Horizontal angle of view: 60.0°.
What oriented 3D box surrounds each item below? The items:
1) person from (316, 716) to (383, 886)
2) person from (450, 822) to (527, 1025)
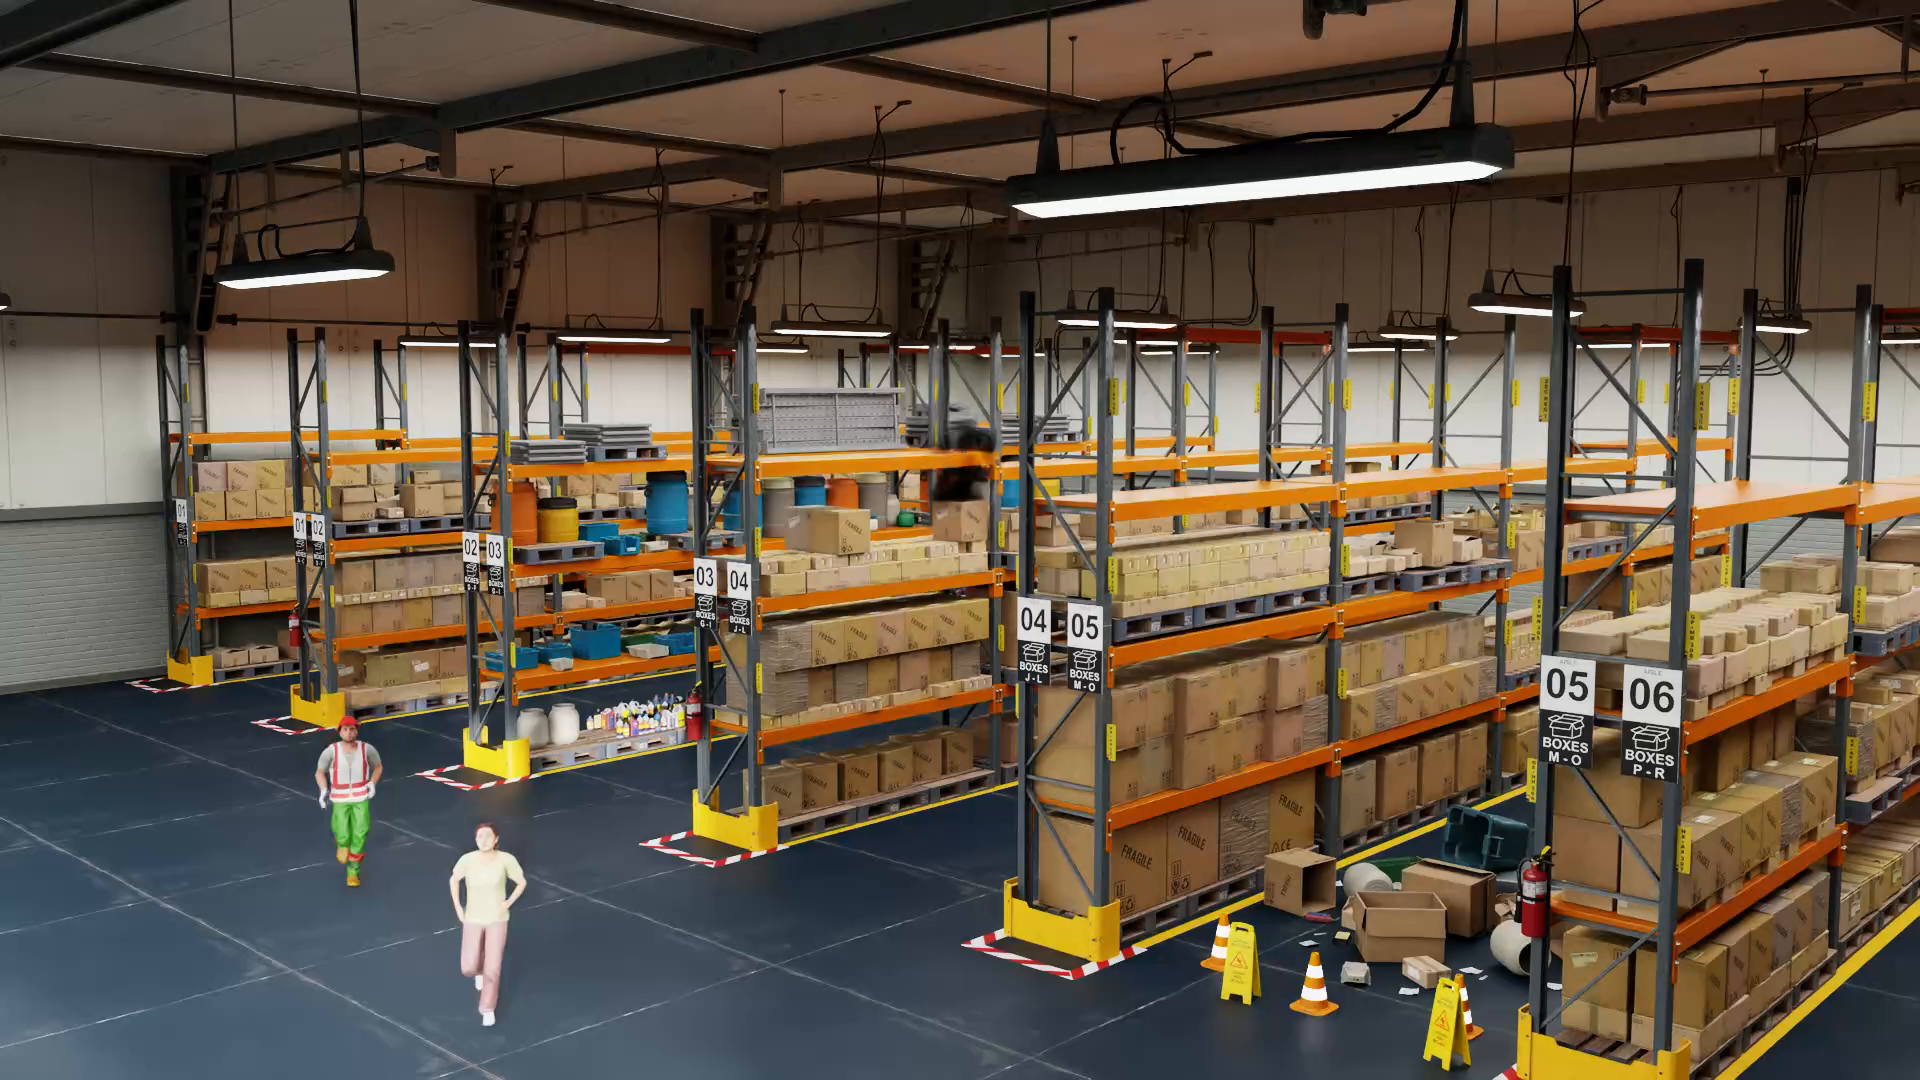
[{"bbox_3d":[-6.326,2.682,17.274,0.657,1.740,0.613,-2,6,-24],"label":"person"},{"bbox_3d":[-3.852,3.094,13.580,0.616,1.625,0.563,0,5,-5],"label":"person"}]
